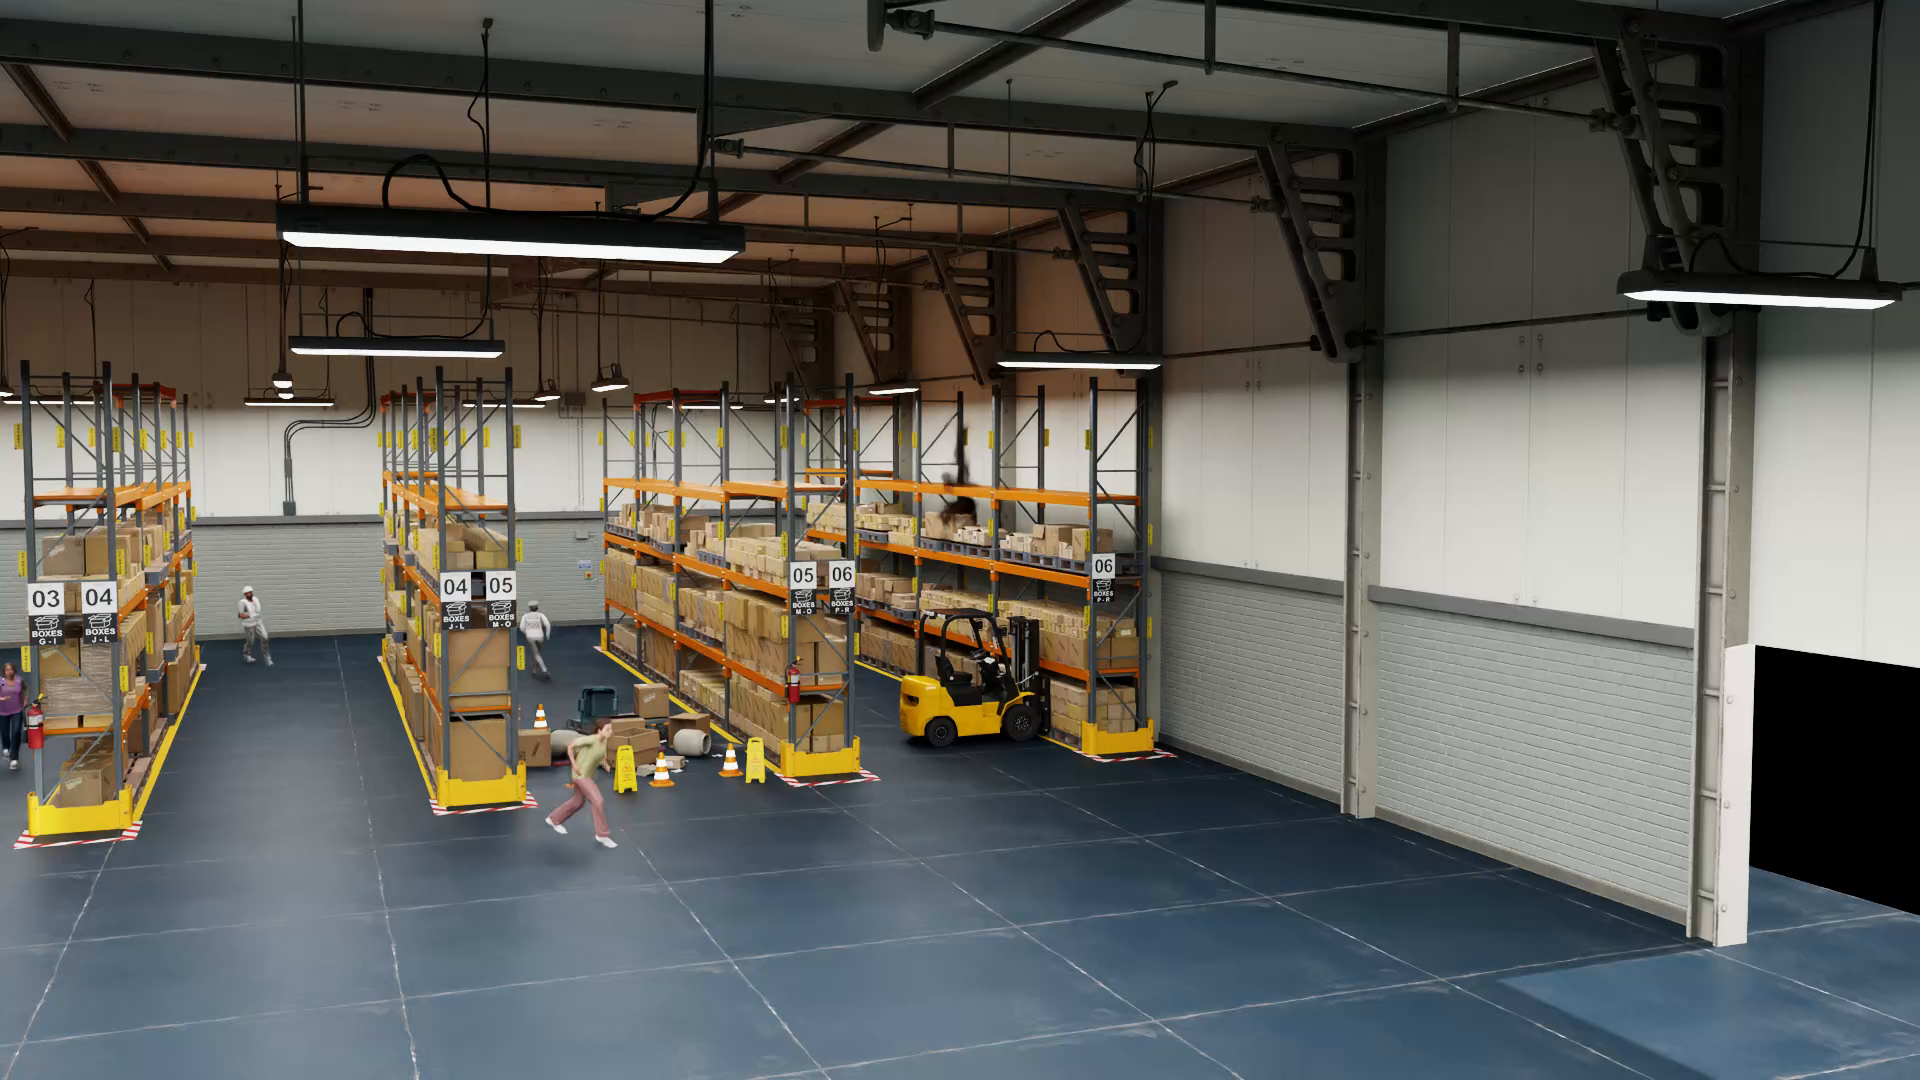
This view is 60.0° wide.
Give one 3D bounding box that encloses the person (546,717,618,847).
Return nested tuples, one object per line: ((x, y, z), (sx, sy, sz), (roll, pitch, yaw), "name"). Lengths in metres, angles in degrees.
((-4.709, 2.986, 20.594), (1.003, 1.625, 0.616), (1, 4, 23), "person")

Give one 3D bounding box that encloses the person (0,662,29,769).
((-14.513, 2.653, 25.410), (0.537, 1.586, 0.881), (-2, 4, -33), "person")

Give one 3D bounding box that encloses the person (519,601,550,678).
((-8.894, 2.128, 34.850), (0.611, 1.638, 0.777), (-1, 4, -23), "person")

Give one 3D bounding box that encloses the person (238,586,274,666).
((-15.718, 1.909, 36.833), (0.794, 1.804, 0.677), (2, 4, 30), "person")
